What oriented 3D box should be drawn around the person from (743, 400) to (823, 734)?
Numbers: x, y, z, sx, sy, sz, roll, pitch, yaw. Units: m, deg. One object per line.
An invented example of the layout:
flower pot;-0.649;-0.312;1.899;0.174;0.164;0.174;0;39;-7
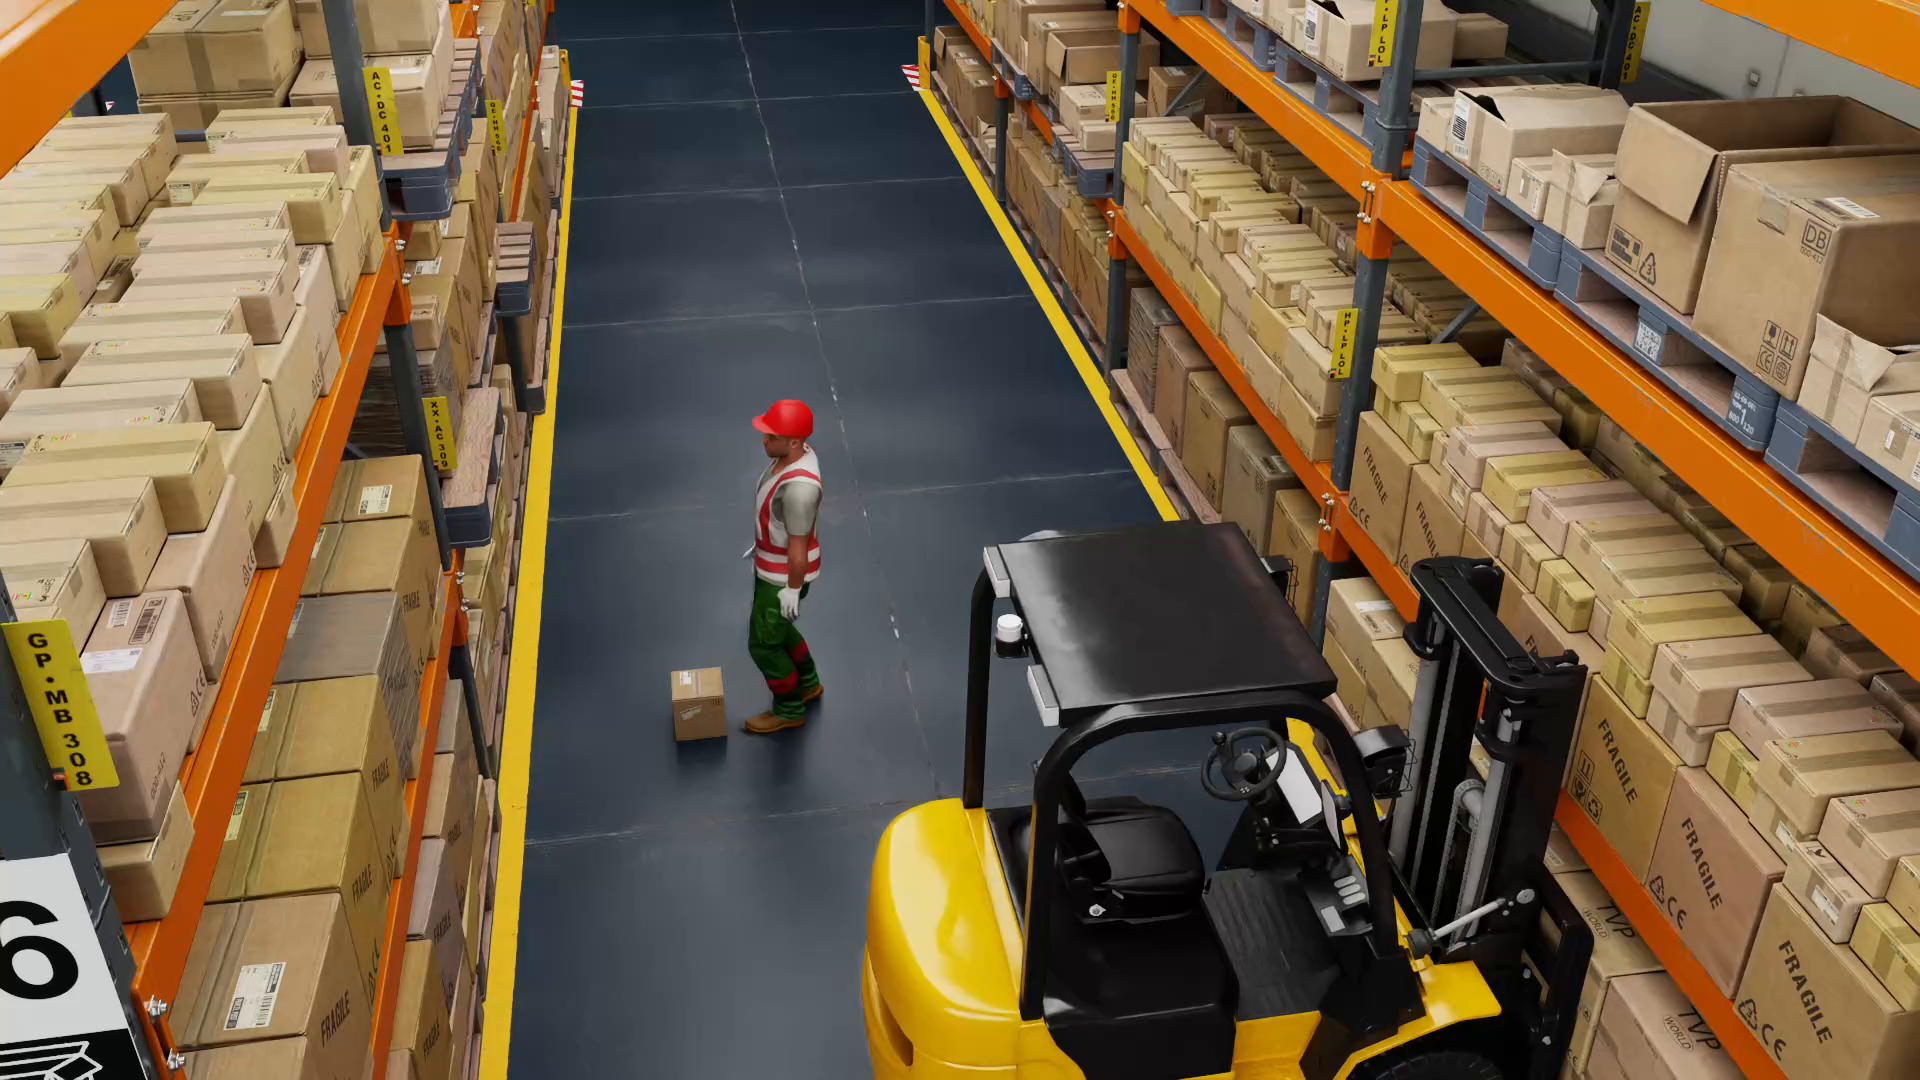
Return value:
person;-0.861;0.157;7.935;0.446;1.823;0.527;-5;31;-8
